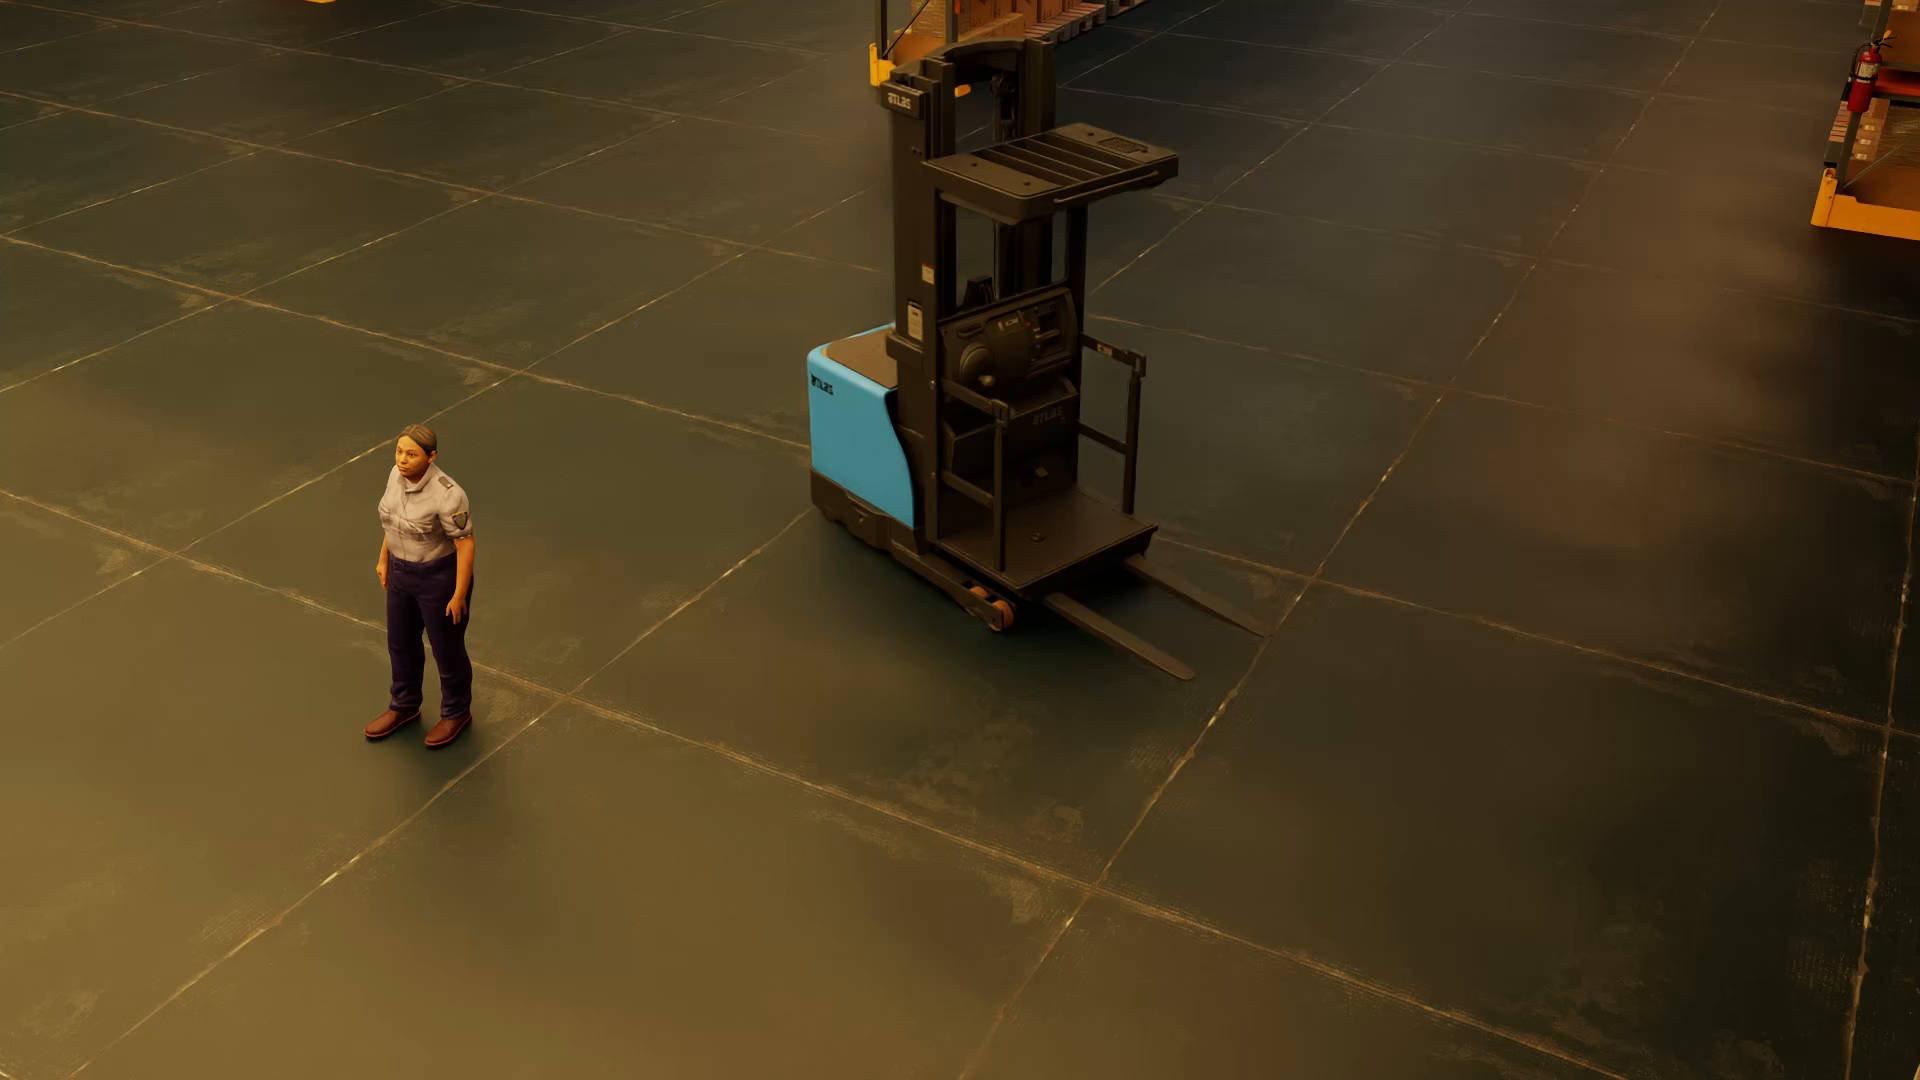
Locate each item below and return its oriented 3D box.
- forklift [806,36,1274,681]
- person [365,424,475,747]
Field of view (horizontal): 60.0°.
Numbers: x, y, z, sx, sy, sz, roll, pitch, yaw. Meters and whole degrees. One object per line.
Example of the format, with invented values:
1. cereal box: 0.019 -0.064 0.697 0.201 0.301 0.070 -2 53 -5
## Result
1. forklift: 0.415 -1.056 8.900 1.130 2.935 3.031 -23 37 -34
2. person: -2.612 0.235 7.935 0.598 1.651 0.502 18 34 28
